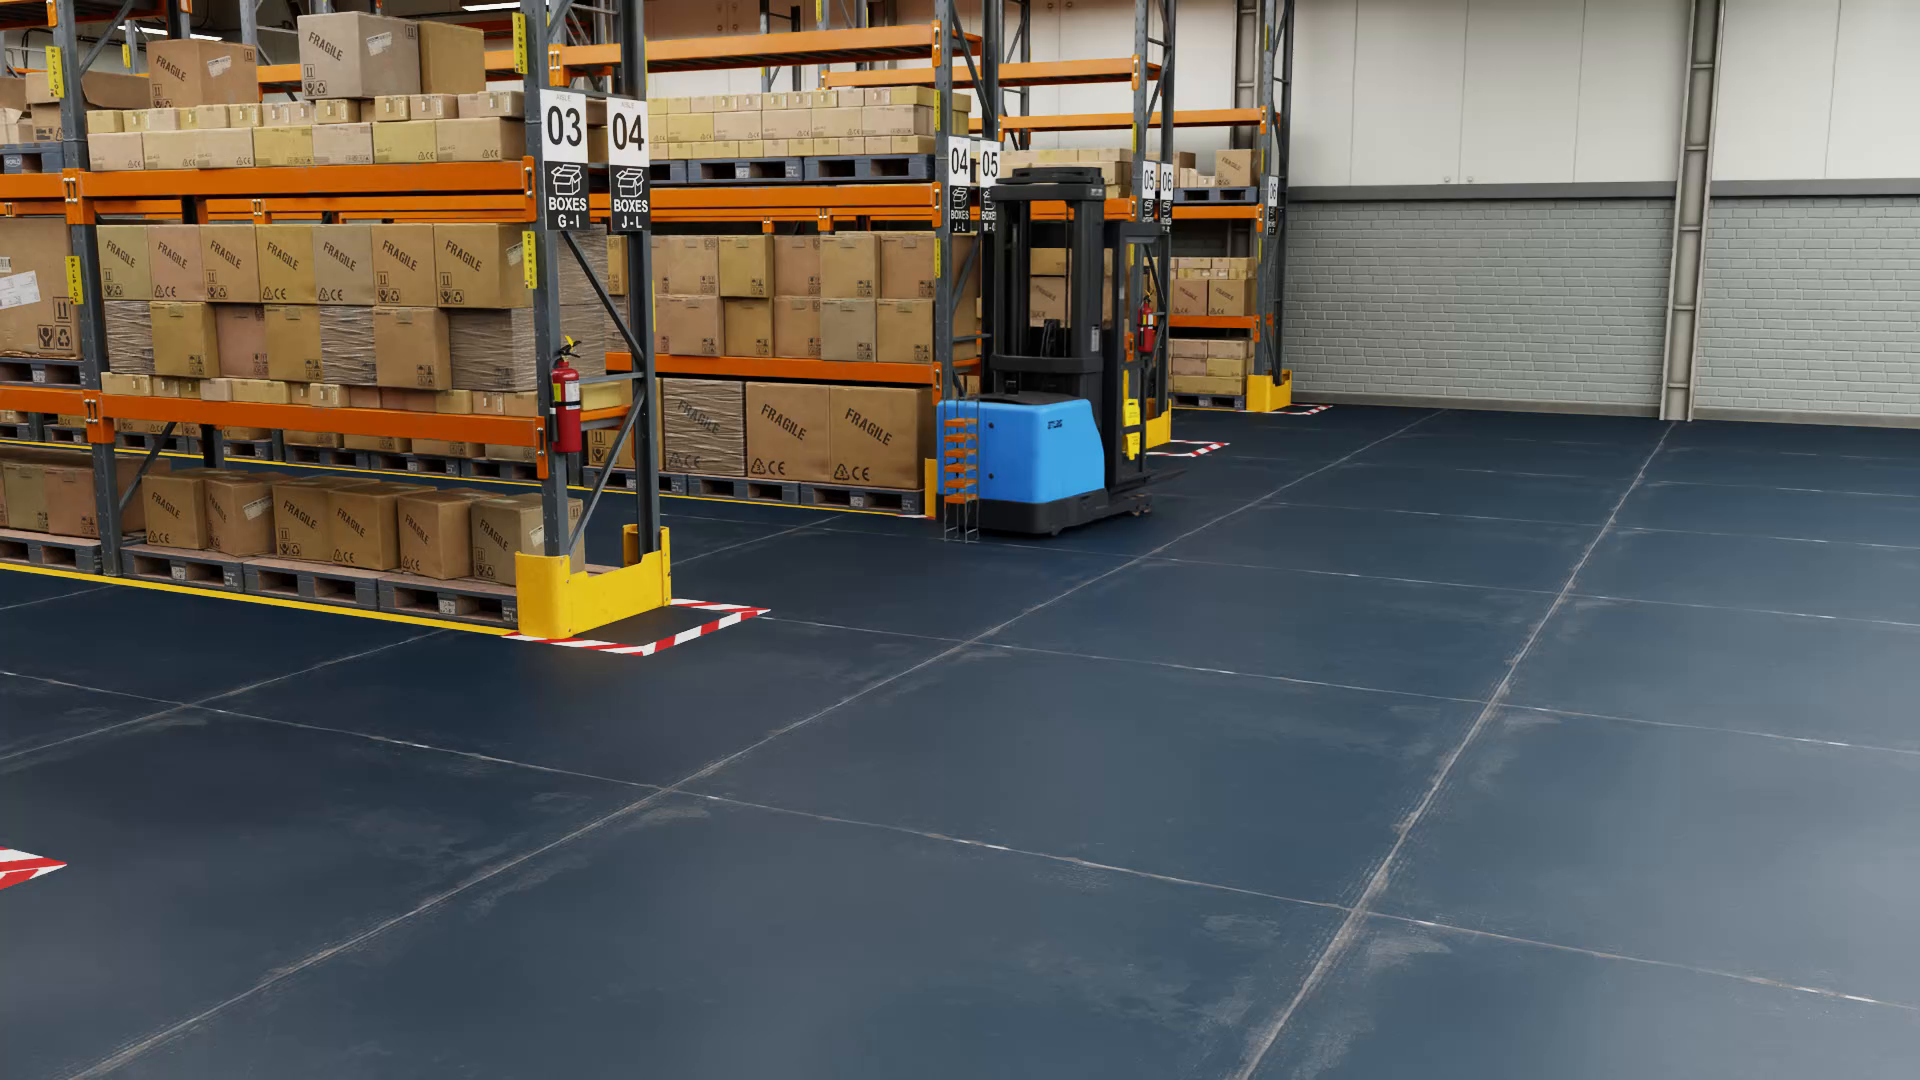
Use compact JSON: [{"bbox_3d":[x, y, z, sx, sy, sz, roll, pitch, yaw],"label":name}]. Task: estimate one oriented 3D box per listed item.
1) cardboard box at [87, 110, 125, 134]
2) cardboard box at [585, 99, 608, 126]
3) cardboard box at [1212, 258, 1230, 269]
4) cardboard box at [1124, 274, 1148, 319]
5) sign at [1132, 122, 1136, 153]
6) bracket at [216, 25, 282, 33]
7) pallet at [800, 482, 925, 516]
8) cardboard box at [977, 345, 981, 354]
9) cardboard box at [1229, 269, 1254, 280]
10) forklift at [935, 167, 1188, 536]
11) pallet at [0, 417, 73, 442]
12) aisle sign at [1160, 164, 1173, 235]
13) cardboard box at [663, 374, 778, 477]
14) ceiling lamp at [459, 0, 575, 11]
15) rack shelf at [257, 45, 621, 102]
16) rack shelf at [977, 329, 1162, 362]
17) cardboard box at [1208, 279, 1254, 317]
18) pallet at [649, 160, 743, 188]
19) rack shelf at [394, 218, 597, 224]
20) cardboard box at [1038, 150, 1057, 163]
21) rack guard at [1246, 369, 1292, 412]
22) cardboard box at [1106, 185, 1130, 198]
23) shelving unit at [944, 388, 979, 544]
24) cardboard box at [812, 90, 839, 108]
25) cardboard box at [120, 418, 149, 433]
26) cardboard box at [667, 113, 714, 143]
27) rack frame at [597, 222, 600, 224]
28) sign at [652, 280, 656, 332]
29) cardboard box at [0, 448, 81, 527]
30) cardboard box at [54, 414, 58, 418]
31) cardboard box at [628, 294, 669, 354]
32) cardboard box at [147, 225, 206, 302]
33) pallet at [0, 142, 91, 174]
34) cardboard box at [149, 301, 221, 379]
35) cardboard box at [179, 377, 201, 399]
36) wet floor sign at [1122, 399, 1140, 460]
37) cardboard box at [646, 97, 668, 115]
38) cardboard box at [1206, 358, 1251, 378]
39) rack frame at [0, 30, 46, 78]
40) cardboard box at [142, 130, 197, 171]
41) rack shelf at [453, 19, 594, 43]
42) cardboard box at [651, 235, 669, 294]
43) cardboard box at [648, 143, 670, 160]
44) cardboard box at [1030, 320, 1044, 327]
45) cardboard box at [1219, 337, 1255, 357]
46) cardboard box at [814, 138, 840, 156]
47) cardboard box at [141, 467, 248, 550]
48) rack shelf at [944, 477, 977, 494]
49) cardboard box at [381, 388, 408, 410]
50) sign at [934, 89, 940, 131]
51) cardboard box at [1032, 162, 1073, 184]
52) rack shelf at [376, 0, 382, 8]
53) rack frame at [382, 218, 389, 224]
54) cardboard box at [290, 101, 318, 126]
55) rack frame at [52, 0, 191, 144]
[{"bbox_3d":[-5.652,-2.817,11.251,0.250,0.149,0.380,5,11,24],"label":"cardboard box"},{"bbox_3d":[-2.364,-2.635,10.247,0.250,0.149,0.380,5,11,25],"label":"cardboard box"},{"bbox_3d":[3.709,-3.878,23.296,0.250,0.149,0.380,5,11,26],"label":"cardboard box"},{"bbox_3d":[1.863,-2.838,19.373,0.500,0.500,0.500,5,11,25],"label":"cardboard box"},{"bbox_3d":[1.902,-4.386,18.131,0.005,0.325,0.100,5,11,26],"label":"sign"},{"bbox_3d":[-15.044,-9.891,32.504,5.218,0.066,0.076,5,11,26],"label":"bracket"},{"bbox_3d":[-0.686,-0.441,15.073,1.213,0.211,1.003,5,11,26],"label":"pallet"},{"bbox_3d":[0.298,-2.747,25.472,0.625,0.625,0.875,6,12,28],"label":"cardboard box"},{"bbox_3d":[3.923,-3.705,23.176,0.250,0.149,0.380,5,11,27],"label":"cardboard box"},{"bbox_3d":[1.029,-1.690,14.336,1.130,2.935,3.031,7,12,33],"label":"forklift"},{"bbox_3d":[-11.314,-1.383,20.280,1.213,0.211,1.003,5,11,26],"label":"pallet"},{"bbox_3d":[2.358,-3.885,18.973,0.004,0.787,0.394,5,11,26],"label":"aisle sign"},{"bbox_3d":[-2.178,-1.108,15.714,0.875,0.875,0.875,5,11,26],"label":"cardboard box"},{"bbox_3d":[-6.624,-9.707,25.206,2.000,3.185,0.800,5,11,26],"label":"ceiling lamp"},{"bbox_3d":[-5.315,-4.636,16.723,4.000,0.370,1.077,5,11,26],"label":"rack shelf"},{"bbox_3d":[0.372,-2.365,19.893,4.000,0.370,1.077,5,11,26],"label":"rack shelf"},{"bbox_3d":[3.801,-3.400,23.313,0.500,0.500,0.500,5,11,25],"label":"cardboard box"},{"bbox_3d":[-2.792,-3.444,15.662,1.213,0.211,1.003,5,11,26],"label":"pallet"},{"bbox_3d":[-8.197,-5.579,29.232,4.000,0.370,1.077,5,11,26],"label":"rack shelf"},{"bbox_3d":[1.075,-4.357,18.926,0.250,0.149,0.380,5,11,26],"label":"cardboard box"},{"bbox_3d":[4.380,-2.122,23.552,0.348,0.500,1.175,5,11,26],"label":"rack guard"},{"bbox_3d":[1.721,-3.897,18.621,0.250,0.149,0.380,5,11,26],"label":"cardboard box"},{"bbox_3d":[0.013,-0.589,13.117,0.189,1.200,0.258,5,11,26],"label":"shelving unit"},{"bbox_3d":[-1.073,-3.796,14.364,0.250,0.149,0.380,5,12,27],"label":"cardboard box"},{"bbox_3d":[-9.200,-1.504,18.955,0.500,0.500,0.500,5,12,27],"label":"cardboard box"},{"bbox_3d":[-2.301,-3.720,15.063,0.500,0.250,0.500,5,11,25],"label":"cardboard box"},{"bbox_3d":[-6.403,-4.300,28.564,0.127,3.000,1.000,5,11,26],"label":"rack frame"},{"bbox_3d":[-1.980,-1.491,10.614,0.005,0.325,0.100,5,11,26],"label":"sign"},{"bbox_3d":[-7.269,-0.416,12.891,0.500,0.500,0.700,4,11,21],"label":"cardboard box"},{"bbox_3d":[-10.880,-1.592,20.429,0.250,0.149,0.380,4,11,23],"label":"cardboard box"},{"bbox_3d":[-2.682,-2.085,15.904,0.550,0.550,0.875,5,11,26],"label":"cardboard box"},{"bbox_3d":[-5.067,-1.866,11.193,0.500,0.500,0.500,5,11,26],"label":"cardboard box"},{"bbox_3d":[-6.313,-2.743,12.067,1.003,0.211,1.213,5,11,26],"label":"pallet"},{"bbox_3d":[-4.998,-1.399,11.420,0.500,0.500,0.875,5,11,26],"label":"cardboard box"},{"bbox_3d":[-5.064,-1.050,11.312,0.250,0.149,0.380,5,11,26],"label":"cardboard box"},{"bbox_3d":[1.862,-1.217,18.140,0.267,0.644,0.232,-10,14,-43],"label":"wet floor sign"},{"bbox_3d":[-2.662,-3.935,15.136,0.250,0.149,0.380,5,11,25],"label":"cardboard box"},{"bbox_3d":[3.783,-2.442,23.438,0.500,0.250,0.500,5,11,25],"label":"cardboard box"},{"bbox_3d":[-10.696,-5.660,19.236,0.127,3.000,1.000,5,11,26],"label":"rack frame"},{"bbox_3d":[-5.040,-2.578,11.053,0.500,0.250,0.500,5,11,25],"label":"cardboard box"},{"bbox_3d":[-8.197,-8.691,28.669,4.000,0.370,1.077,5,11,26],"label":"rack shelf"},{"bbox_3d":[-2.661,-2.623,15.850,0.550,0.550,0.875,5,11,26],"label":"cardboard box"},{"bbox_3d":[-2.665,-3.543,15.207,0.250,0.149,0.380,5,11,25],"label":"cardboard box"},{"bbox_3d":[0.994,-2.474,19.182,0.250,0.149,0.380,5,12,27],"label":"cardboard box"},{"bbox_3d":[4.011,-2.768,23.834,0.500,0.250,0.500,5,11,25],"label":"cardboard box"},{"bbox_3d":[-1.065,-3.403,14.432,0.250,0.149,0.380,5,11,26],"label":"cardboard box"},{"bbox_3d":[-5.466,-0.232,11.930,0.500,0.500,0.500,5,11,24],"label":"cardboard box"},{"bbox_3d":[0.013,-0.427,13.146,0.180,0.103,0.258,5,11,26],"label":"rack shelf"},{"bbox_3d":[-3.461,-0.924,10.618,0.250,0.149,0.380,5,11,26],"label":"cardboard box"},{"bbox_3d":[-0.187,-3.550,13.734,0.005,0.325,0.100,5,11,26],"label":"sign"},{"bbox_3d":[1.142,-4.149,18.894,0.500,0.250,0.500,5,11,25],"label":"cardboard box"},{"bbox_3d":[-6.803,-7.582,22.545,4.000,0.370,1.077,5,11,26],"label":"rack shelf"},{"bbox_3d":[-8.596,-3.507,24.182,0.127,3.000,1.000,5,11,26],"label":"rack frame"},{"bbox_3d":[-3.996,-2.681,10.502,0.250,0.149,0.380,4,11,23],"label":"cardboard box"},{"bbox_3d":[-5.807,-4.245,11.420,0.127,3.000,1.000,5,11,26],"label":"rack frame"}]
